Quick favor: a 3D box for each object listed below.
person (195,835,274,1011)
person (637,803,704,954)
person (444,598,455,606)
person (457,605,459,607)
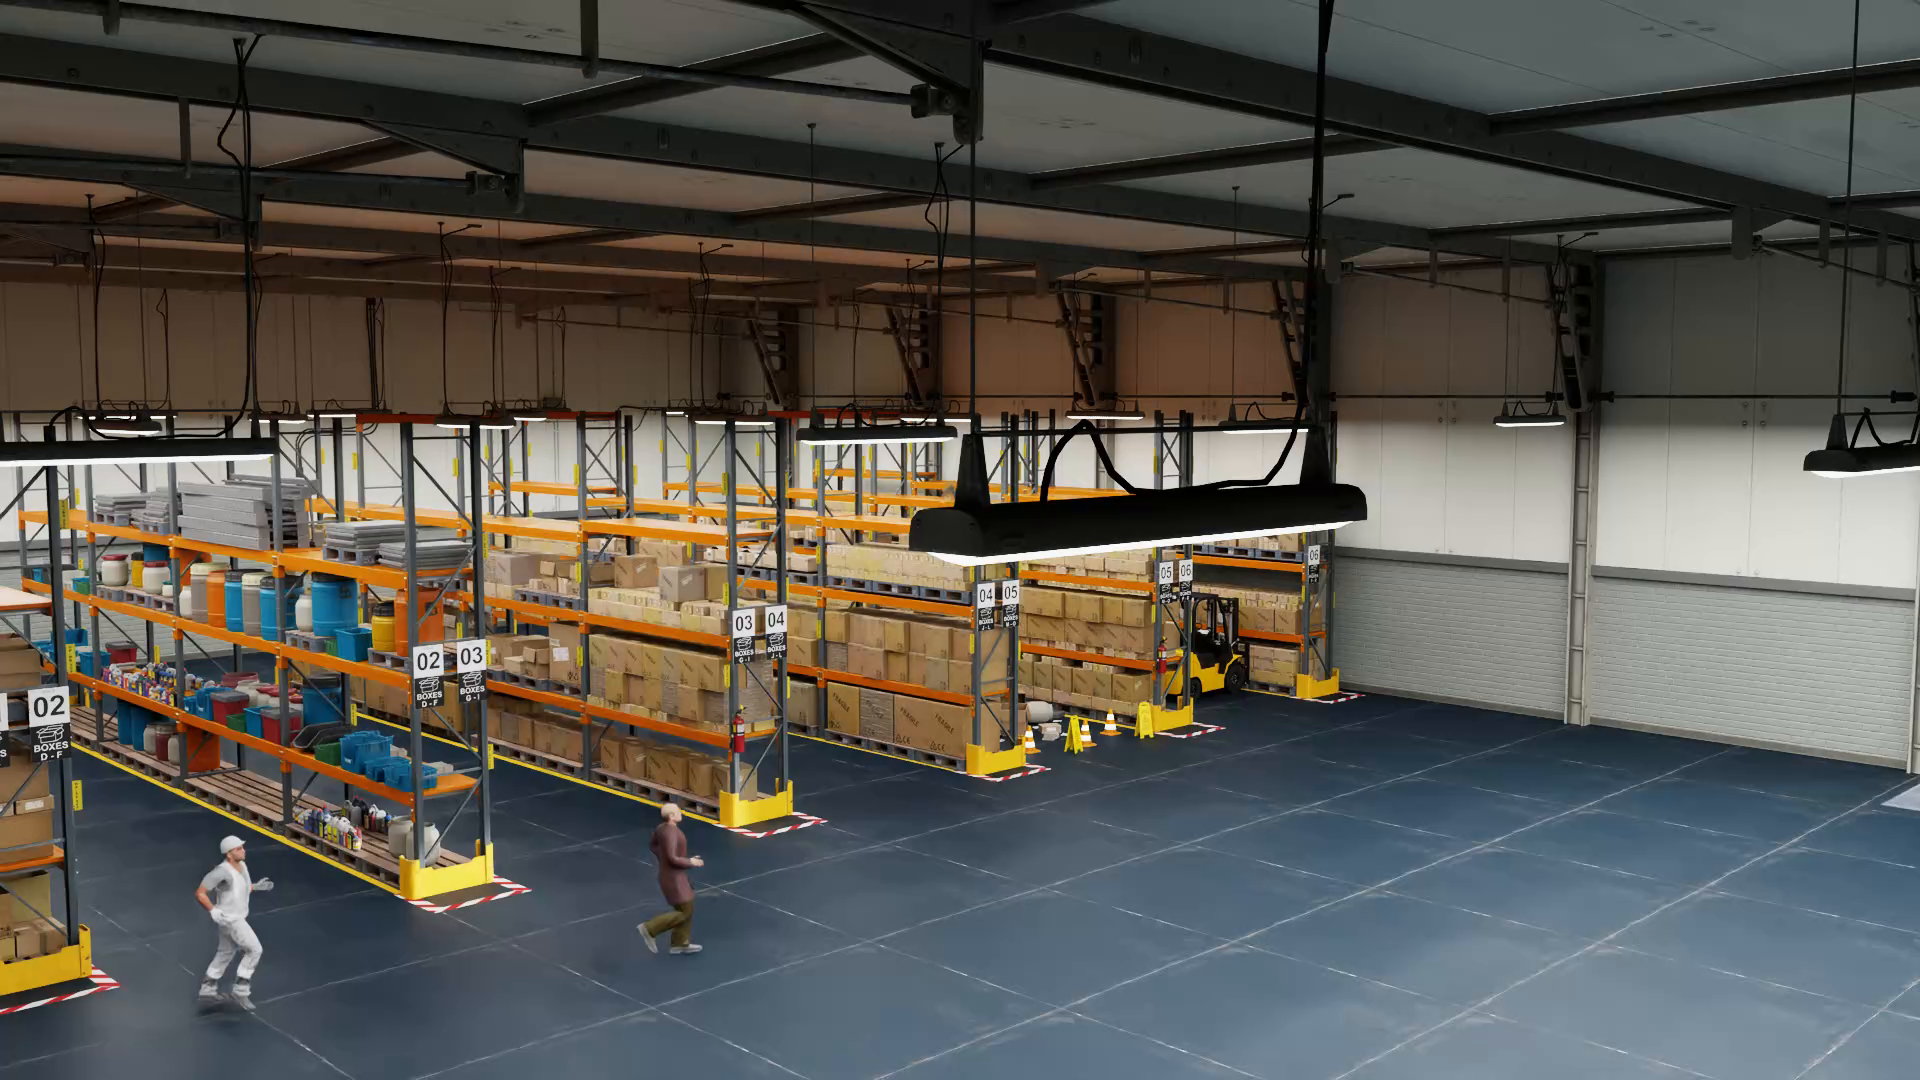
[{"bbox_3d":[-7.515,3.960,17.225,0.752,1.838,0.616,-1,5,-10],"label":"person"},{"bbox_3d":[-3.287,3.828,18.779,0.754,1.739,0.713,-2,5,-22],"label":"person"},{"bbox_3d":[-11.754,2.173,38.100,0.717,1.731,0.562,-1,5,-9],"label":"person"},{"bbox_3d":[-11.324,2.254,37.744,0.612,1.634,0.601,-4,7,-41],"label":"person"}]
